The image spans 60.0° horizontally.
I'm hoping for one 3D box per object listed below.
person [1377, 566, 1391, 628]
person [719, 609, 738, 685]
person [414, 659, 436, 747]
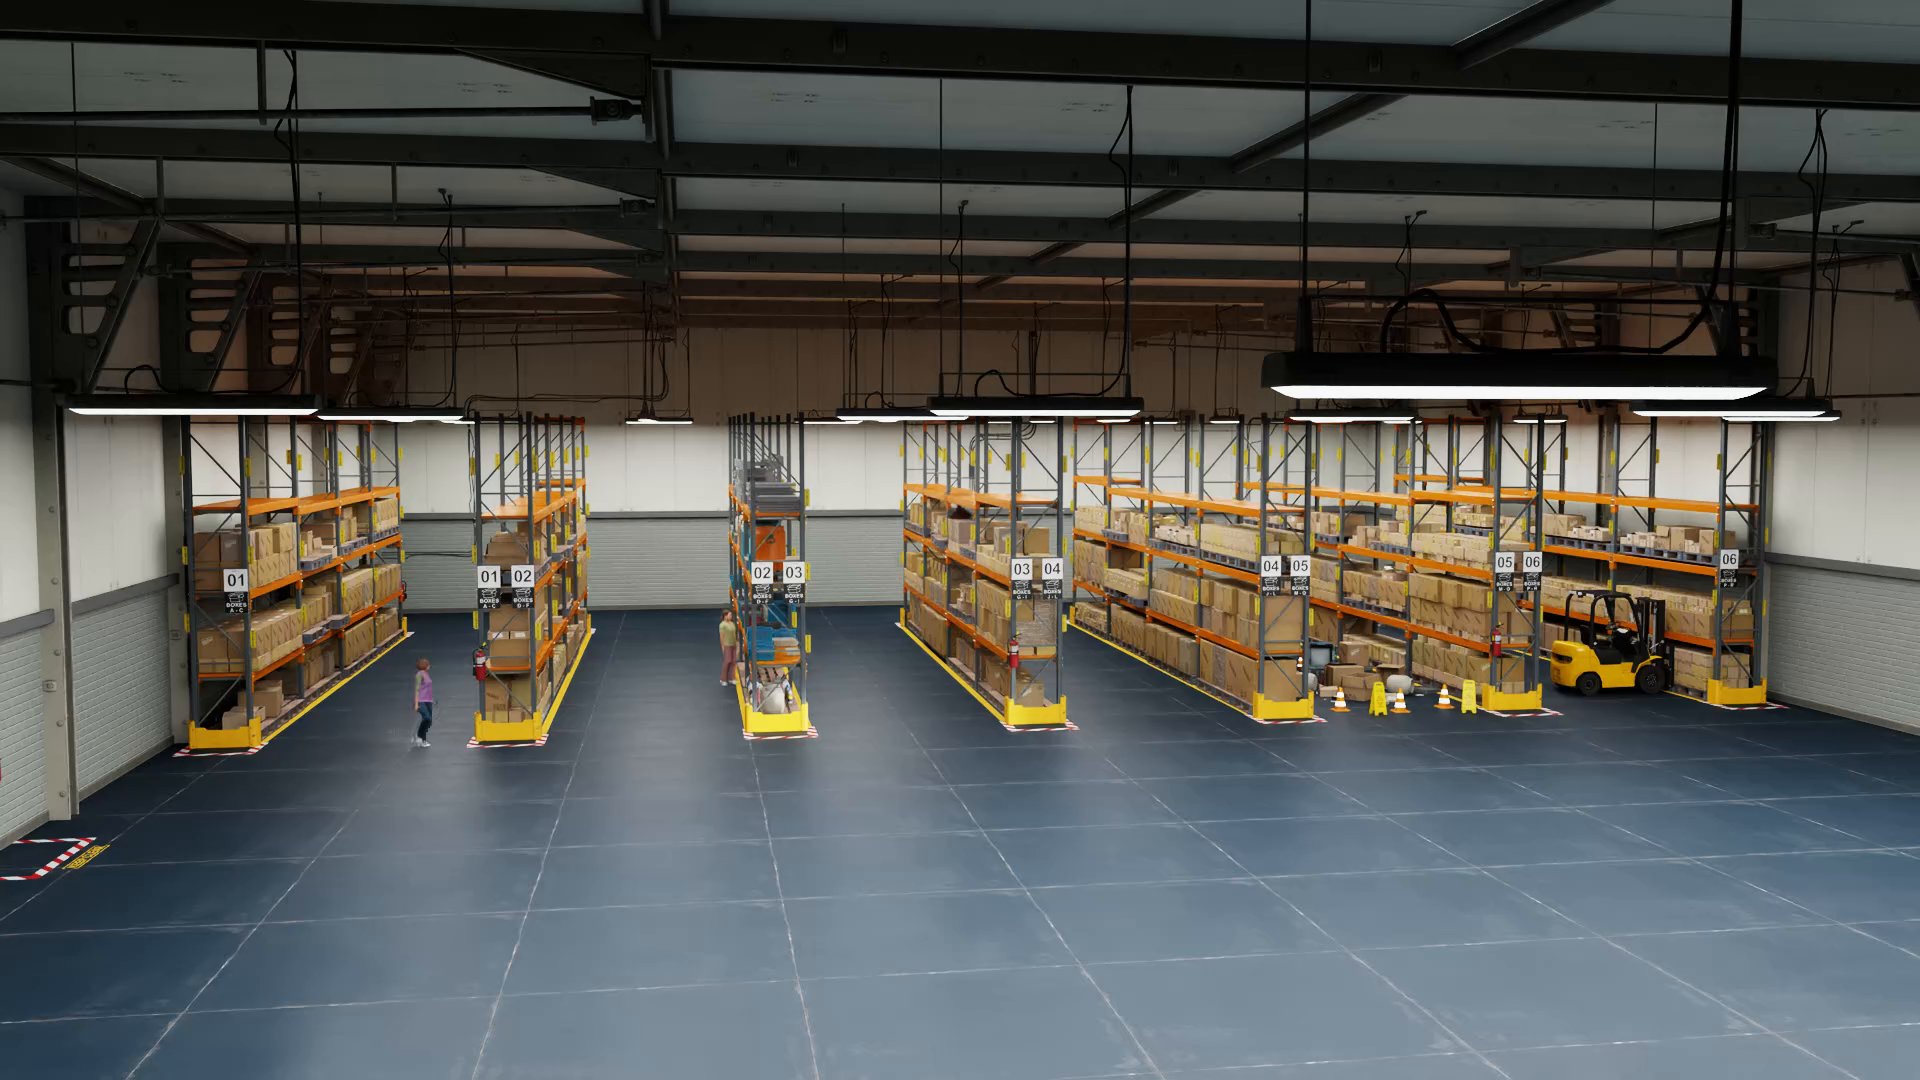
[{"bbox_3d":[12.067,1.627,47.339,0.499,1.787,0.577,1,4,9],"label":"person"},{"bbox_3d":[-5.159,2.403,37.080,0.410,1.726,0.501,3,5,33],"label":"person"},{"bbox_3d":[-9.539,2.903,29.625,0.452,1.586,0.493,2,4,26],"label":"person"}]
